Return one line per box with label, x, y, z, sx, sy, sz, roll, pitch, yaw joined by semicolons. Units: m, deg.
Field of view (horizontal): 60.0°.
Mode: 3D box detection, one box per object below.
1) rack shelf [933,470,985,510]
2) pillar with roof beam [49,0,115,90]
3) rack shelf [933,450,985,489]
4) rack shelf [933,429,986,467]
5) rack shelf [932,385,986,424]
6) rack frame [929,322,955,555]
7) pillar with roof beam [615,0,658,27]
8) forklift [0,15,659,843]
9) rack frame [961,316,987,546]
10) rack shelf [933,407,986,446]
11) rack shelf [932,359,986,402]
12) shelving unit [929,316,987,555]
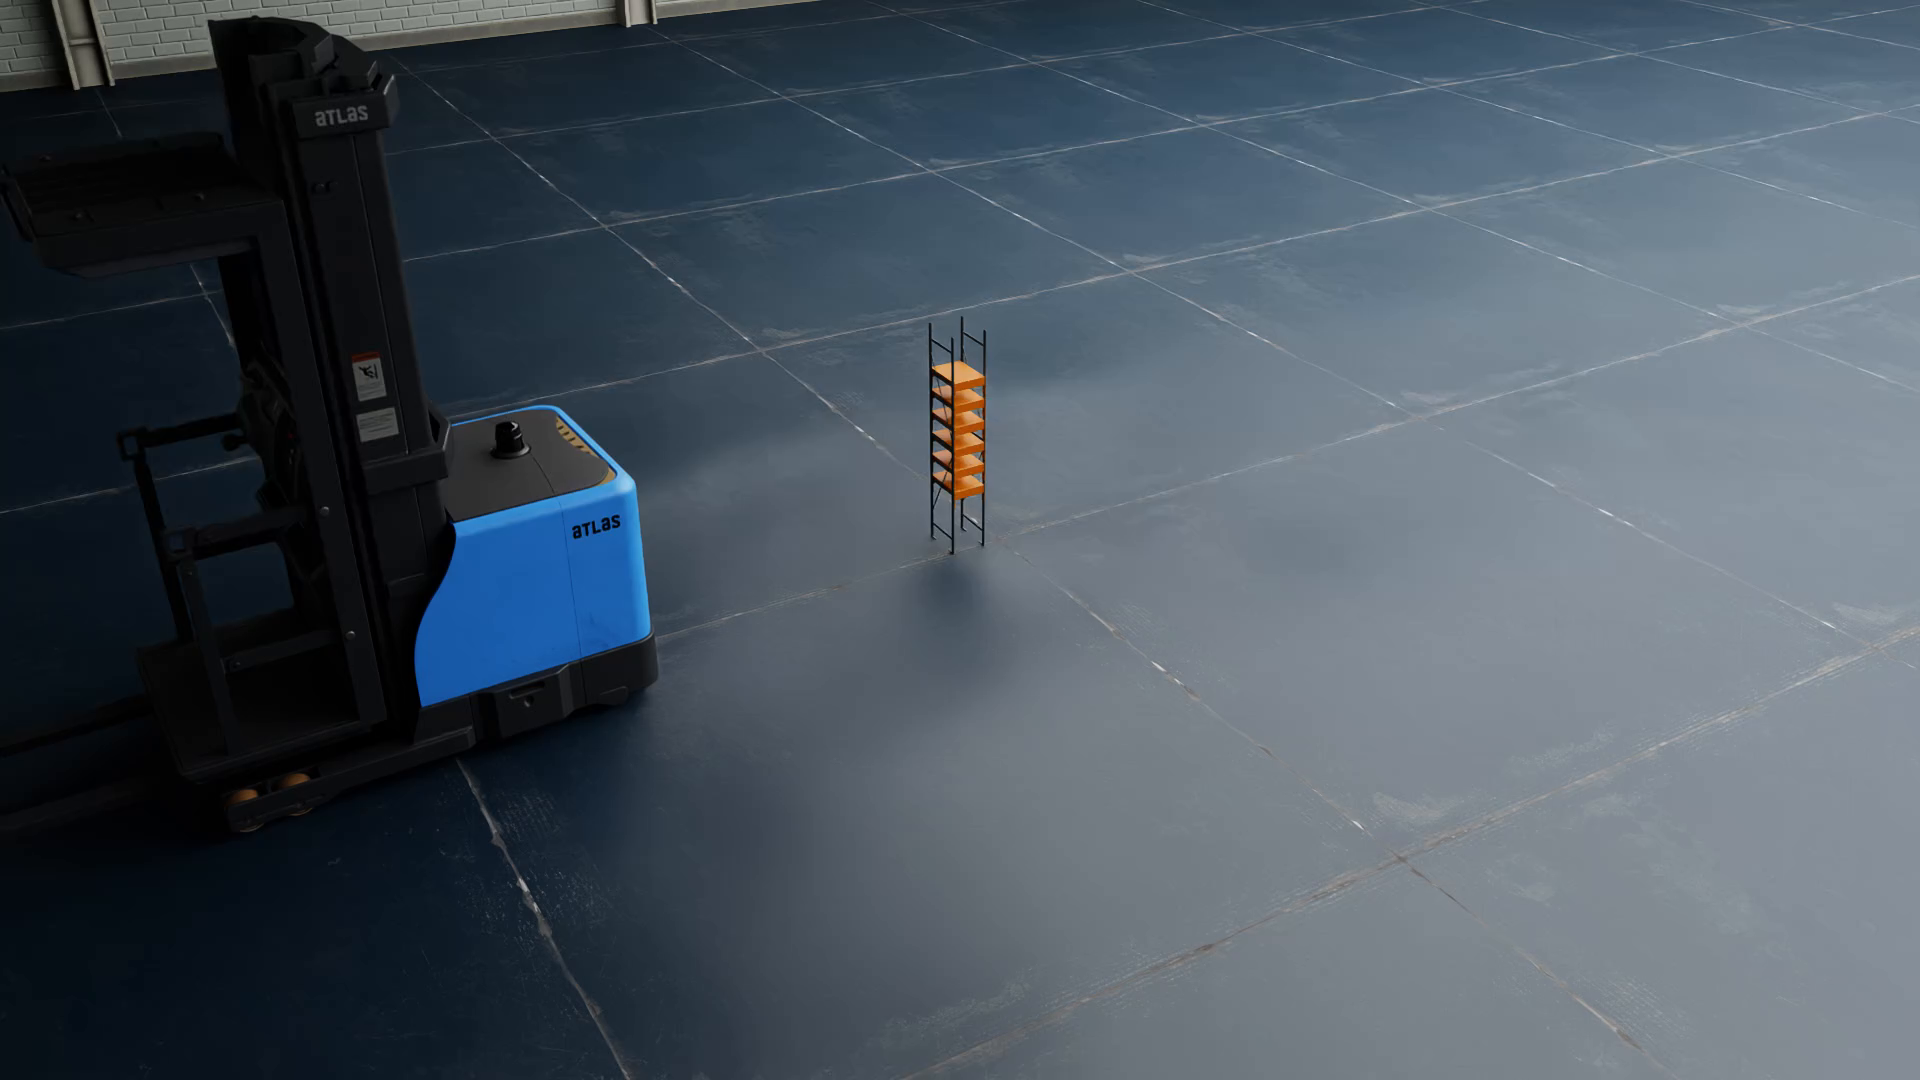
rack shelf;-0.012;-0.273;8.591;0.180;0.103;0.258;-16;33;-26
pillar with roof beam;-6.879;-6.907;11.952;0.400;9.000;9.100;-16;33;-26
rack shelf;-0.012;-0.378;8.533;0.180;0.103;0.258;-16;33;-26
rack shelf;-0.012;-0.483;8.475;0.180;0.103;0.258;-16;33;-26
rack shelf;-0.012;-0.693;8.359;0.180;0.103;0.258;-16;33;-26
rack frame;-0.091;-0.499;8.413;0.006;1.200;0.240;-16;33;-26
pillar with roof beam;-1.706;-8.376;14.614;0.400;9.000;9.100;-16;33;-26
forklift;-2.876;-0.409;6.458;3.031;2.935;1.130;-17;33;-28
rack frame;0.066;-0.544;8.494;0.006;1.200;0.240;-16;33;-26
rack shelf;-0.012;-0.588;8.417;0.180;0.103;0.258;-16;33;-26
rack shelf;-0.012;-0.798;8.301;0.180;0.103;0.258;-16;33;-26
shelving unit;-0.012;-0.522;8.454;0.189;1.200;0.258;-16;33;-26
